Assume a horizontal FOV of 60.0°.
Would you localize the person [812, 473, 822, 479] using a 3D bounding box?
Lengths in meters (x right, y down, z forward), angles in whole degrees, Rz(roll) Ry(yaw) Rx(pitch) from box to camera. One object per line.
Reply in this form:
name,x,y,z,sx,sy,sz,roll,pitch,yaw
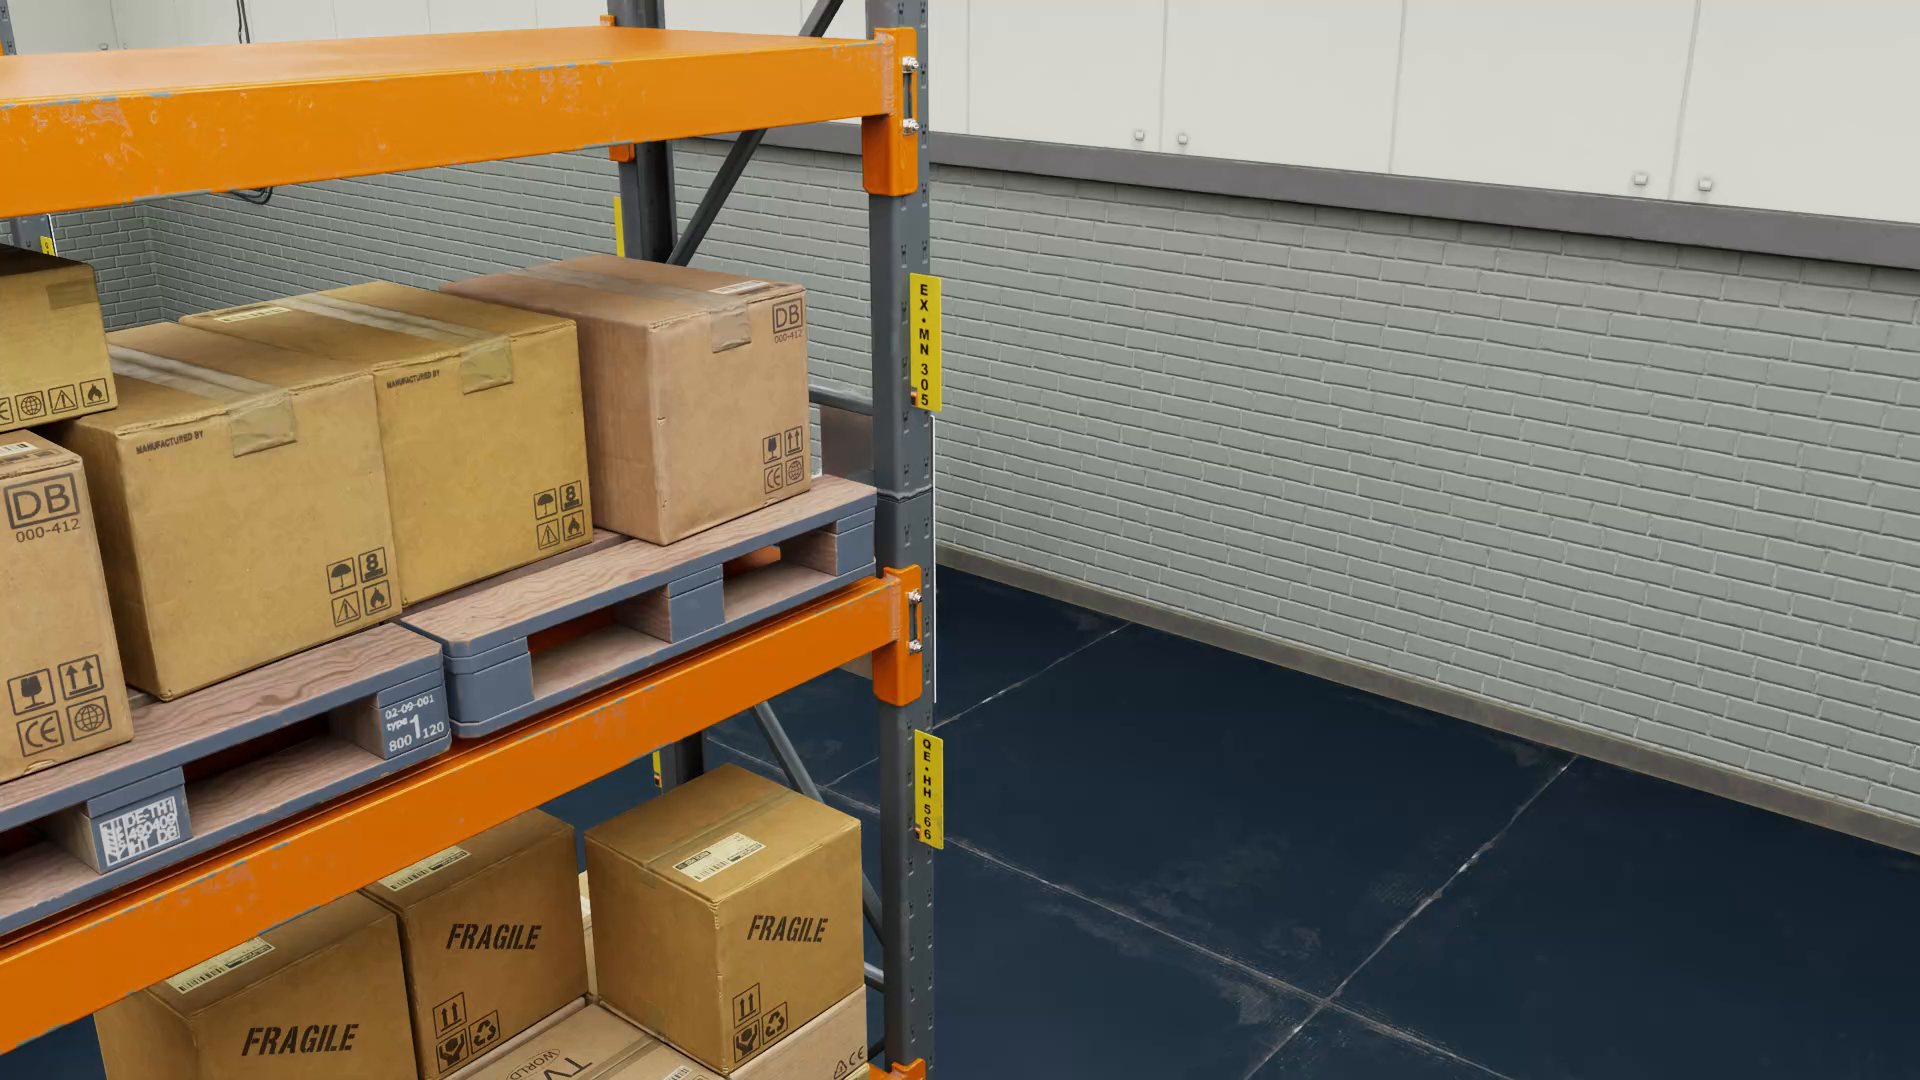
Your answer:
person,-0.646,0.056,11.120,0.896,0.926,0.569,16,25,36
